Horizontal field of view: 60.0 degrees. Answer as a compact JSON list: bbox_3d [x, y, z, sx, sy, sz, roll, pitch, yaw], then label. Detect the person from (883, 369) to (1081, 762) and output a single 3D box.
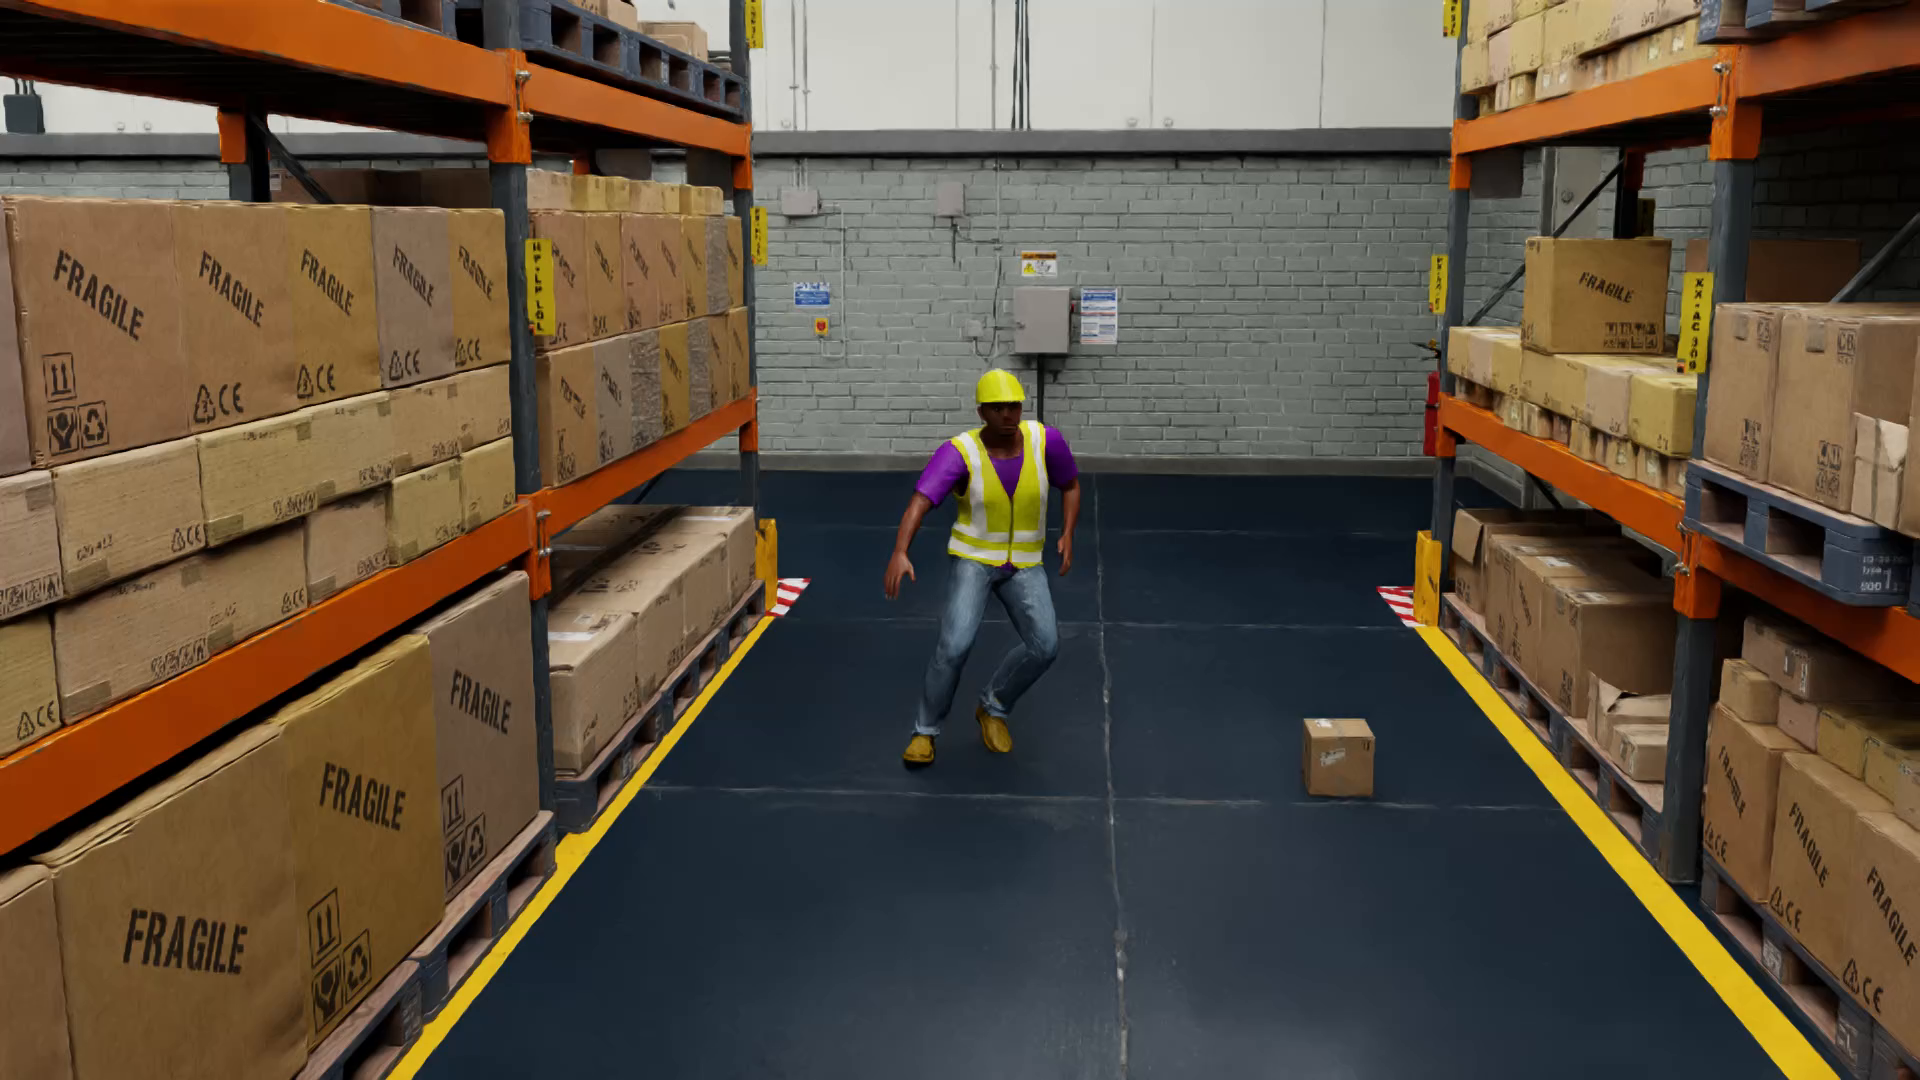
[{"bbox_3d":[0.096,0.108,7.138,0.968,1.685,0.501,-4,11,-21],"label":"person"}]
